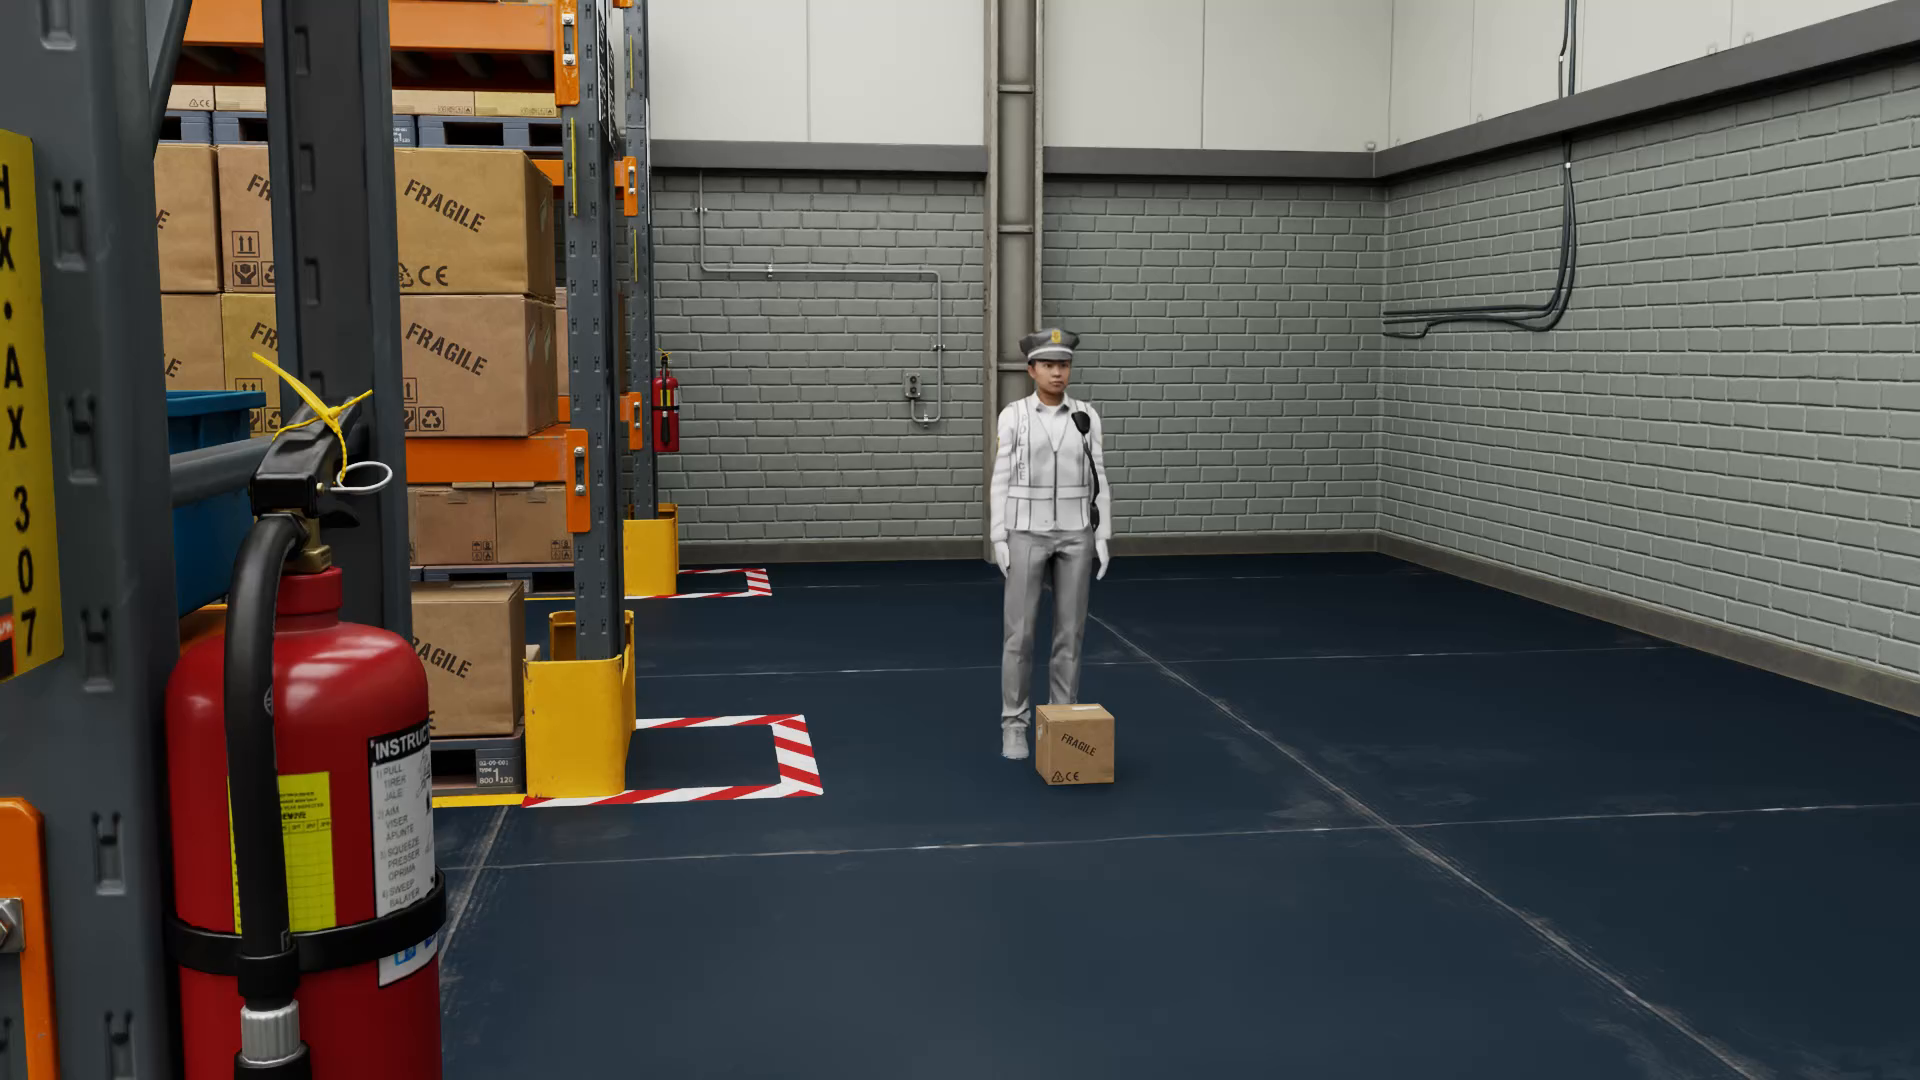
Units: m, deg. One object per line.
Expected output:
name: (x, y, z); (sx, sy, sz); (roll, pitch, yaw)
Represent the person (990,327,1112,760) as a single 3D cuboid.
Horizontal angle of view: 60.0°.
person: (0.368, 0.022, 6.674); (0.490, 1.736, 0.392); (-1, 7, -8)
